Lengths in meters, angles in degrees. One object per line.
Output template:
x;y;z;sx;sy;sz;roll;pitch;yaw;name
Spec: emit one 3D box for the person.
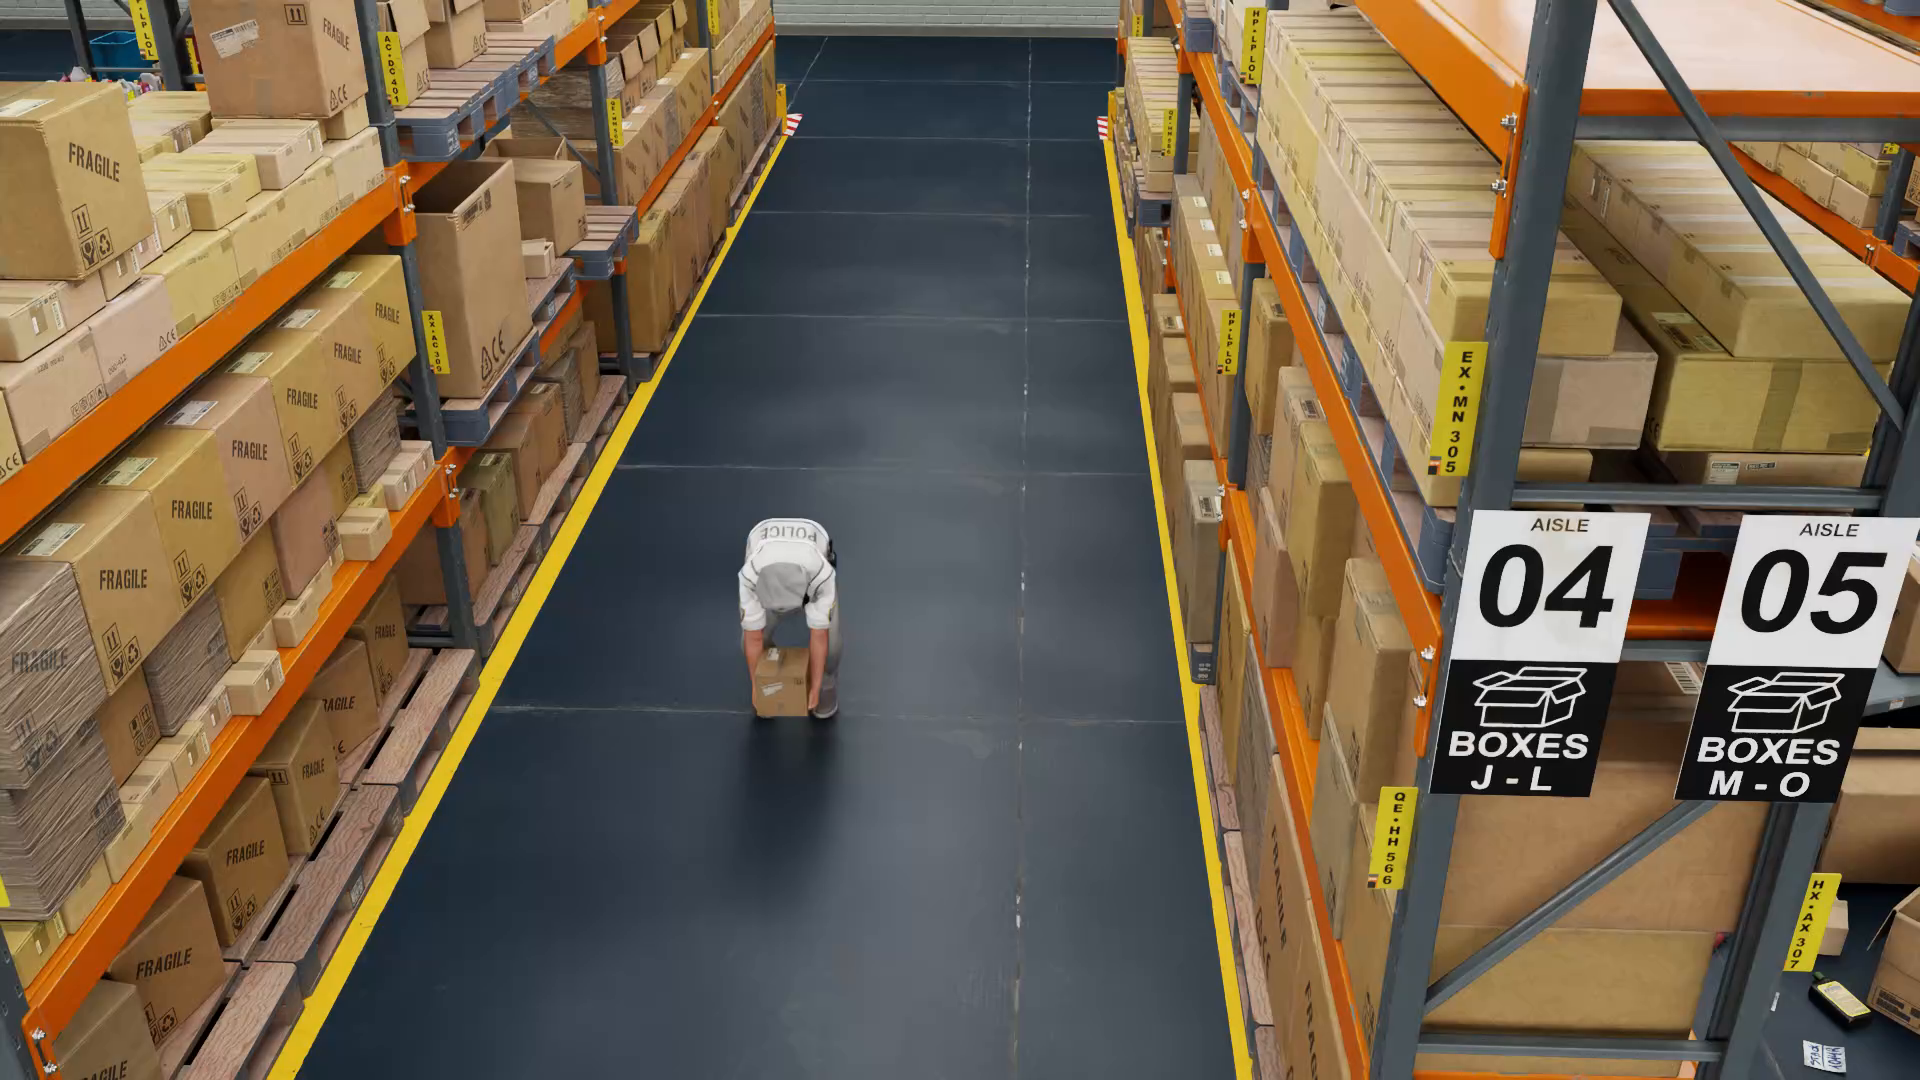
-0.864;0.453;8.402;0.530;1.151;1.030;0;28;-1;person
